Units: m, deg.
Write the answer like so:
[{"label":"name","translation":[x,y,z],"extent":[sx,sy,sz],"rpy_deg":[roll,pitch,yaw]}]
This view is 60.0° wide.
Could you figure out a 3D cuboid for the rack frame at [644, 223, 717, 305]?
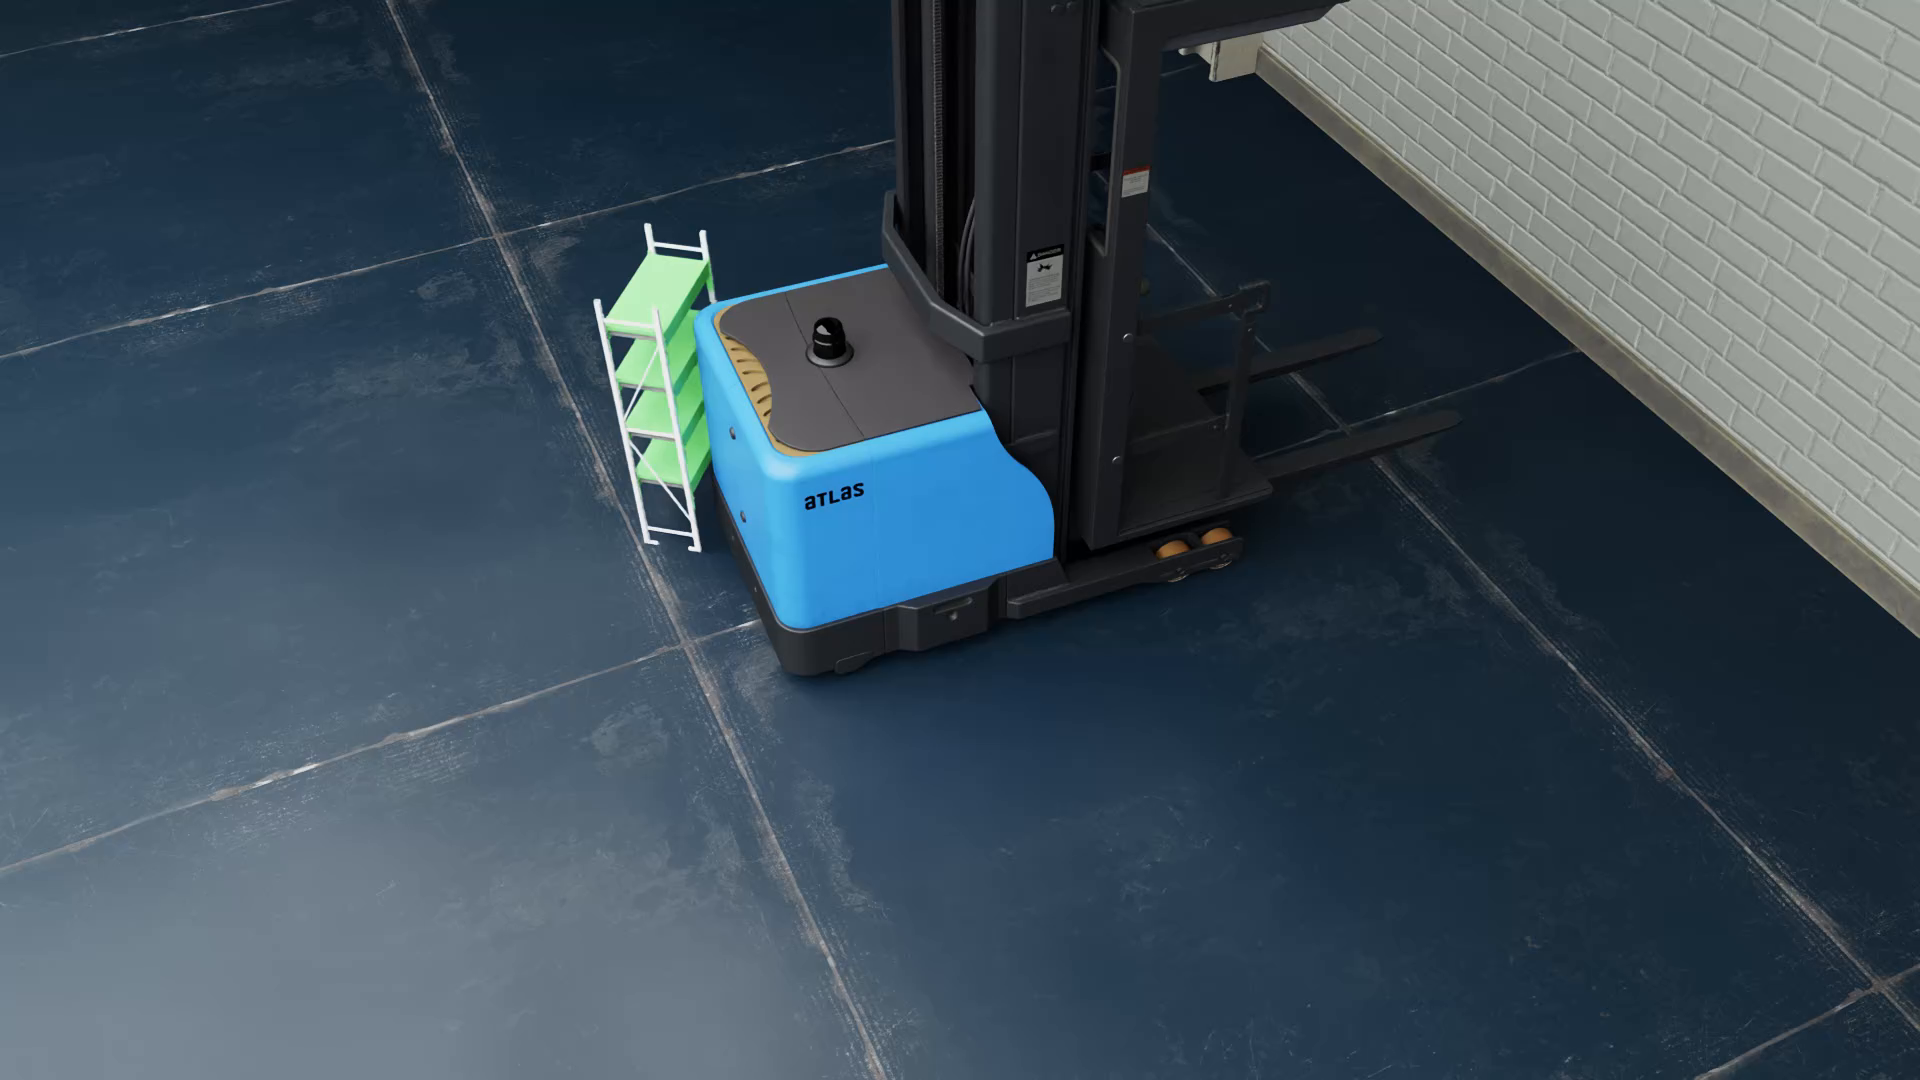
[{"label":"rack frame","translation":[-1.054,-0.737,6.639],"extent":[0.240,1.200,0.015],"rpy_deg":[9,45,11]}]

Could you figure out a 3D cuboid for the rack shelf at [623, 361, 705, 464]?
[{"label":"rack shelf","translation":[-1.111,-0.525,6.515],"extent":[0.258,0.148,0.480],"rpy_deg":[9,45,11]}]

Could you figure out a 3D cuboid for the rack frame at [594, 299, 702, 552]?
[{"label":"rack frame","translation":[-1.171,-0.404,6.301],"extent":[0.240,1.200,0.015],"rpy_deg":[9,45,11]}]

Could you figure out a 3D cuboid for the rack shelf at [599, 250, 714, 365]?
[{"label":"rack shelf","translation":[-1.121,-0.868,6.179],"extent":[0.258,0.148,0.480],"rpy_deg":[9,45,11]}]

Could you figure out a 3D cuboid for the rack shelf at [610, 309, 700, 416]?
[{"label":"rack shelf","translation":[-1.116,-0.697,6.347],"extent":[0.258,0.148,0.480],"rpy_deg":[9,45,11]}]

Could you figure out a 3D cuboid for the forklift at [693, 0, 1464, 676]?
[{"label":"forklift","translation":[0.578,-1.207,5.887],"extent":[3.031,2.935,1.130],"rpy_deg":[-16,47,-15]}]

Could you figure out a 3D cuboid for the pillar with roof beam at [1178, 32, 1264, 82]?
[{"label":"pillar with roof beam","translation":[-2.423,-4.679,5.085],"extent":[9.100,9.000,0.400],"rpy_deg":[-18,47,-17]}]

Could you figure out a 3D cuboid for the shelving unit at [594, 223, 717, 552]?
[{"label":"shelving unit","translation":[-1.112,-0.571,6.470],"extent":[0.258,1.200,0.503],"rpy_deg":[9,45,11]}]

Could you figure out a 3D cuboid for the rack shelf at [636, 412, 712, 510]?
[{"label":"rack shelf","translation":[-1.106,-0.353,6.682],"extent":[0.258,0.148,0.480],"rpy_deg":[9,45,11]}]
